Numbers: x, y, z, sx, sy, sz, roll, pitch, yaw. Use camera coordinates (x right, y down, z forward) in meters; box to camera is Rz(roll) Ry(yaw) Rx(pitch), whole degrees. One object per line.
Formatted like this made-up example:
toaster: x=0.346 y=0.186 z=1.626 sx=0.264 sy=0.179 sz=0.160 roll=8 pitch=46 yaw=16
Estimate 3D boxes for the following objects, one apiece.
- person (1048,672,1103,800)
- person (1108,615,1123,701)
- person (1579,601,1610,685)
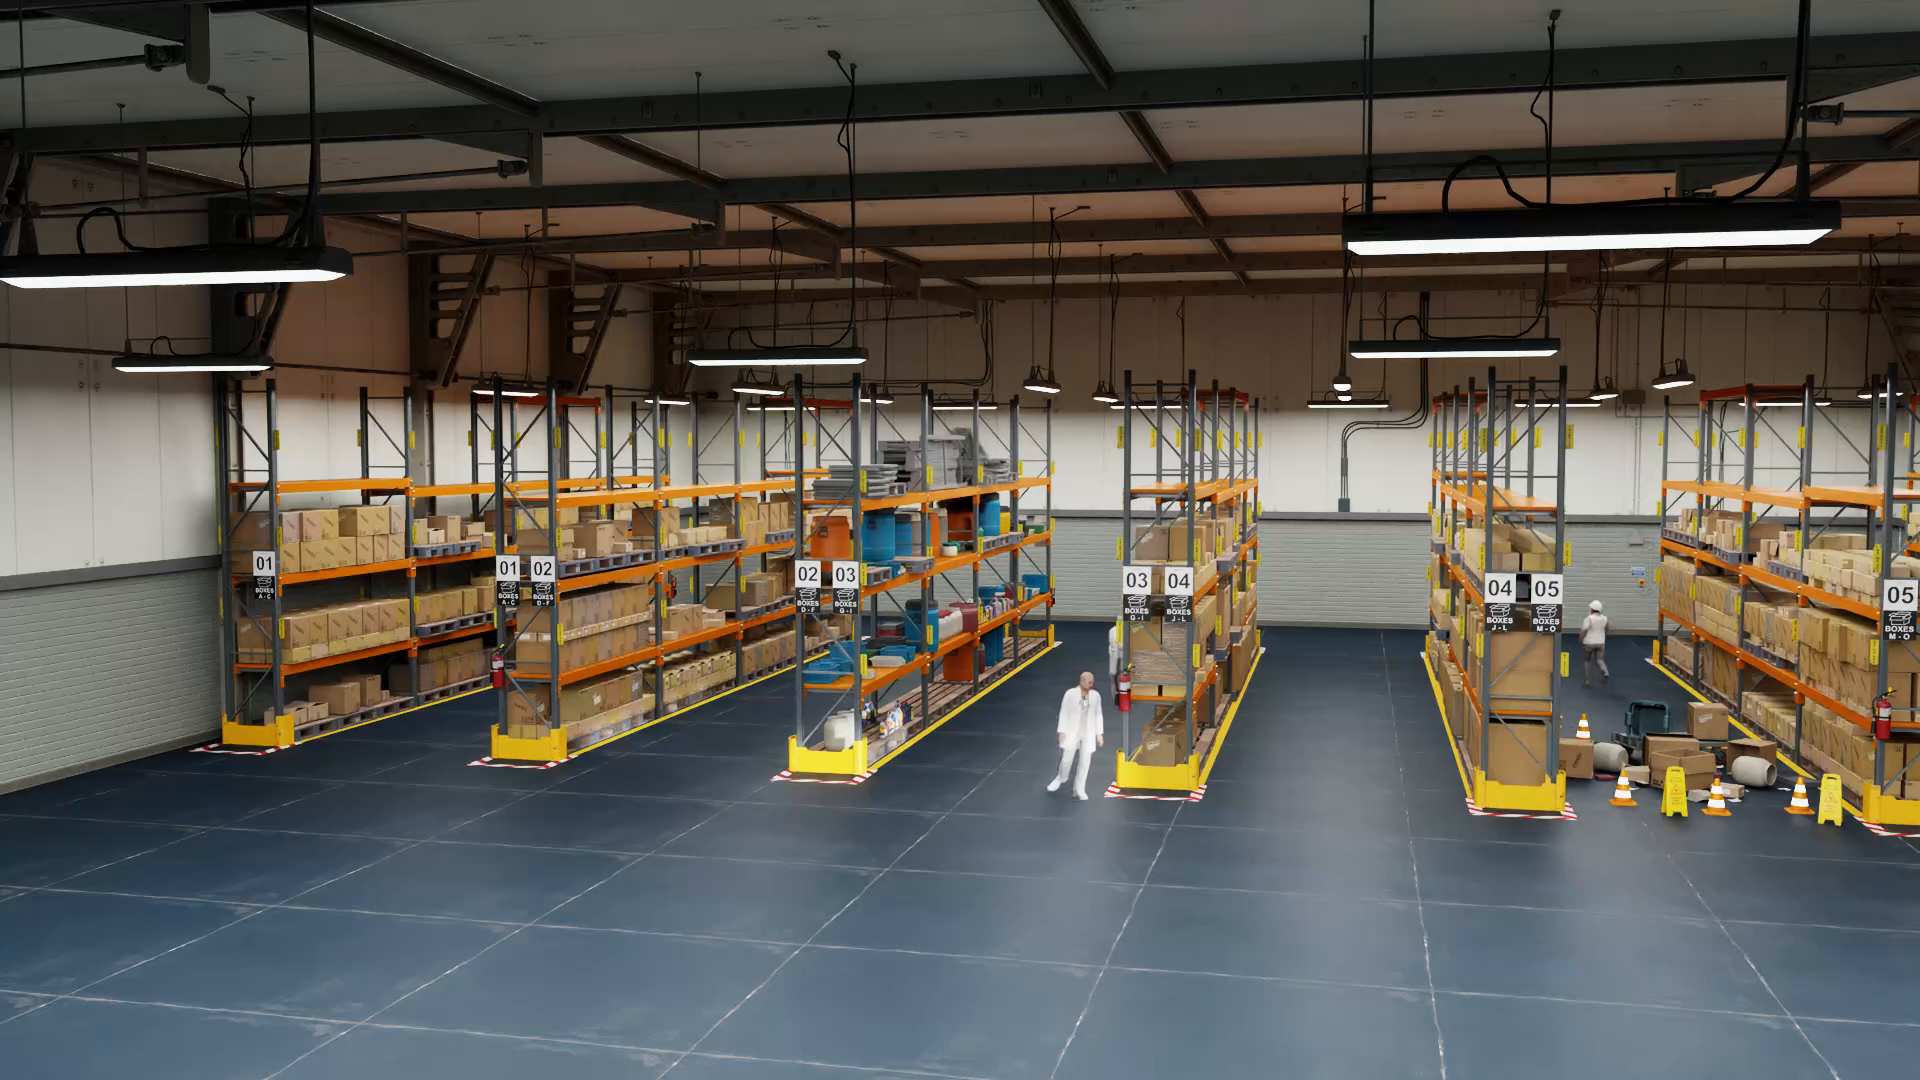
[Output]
person: x=1.626 y=2.711 z=23.236 sx=0.745 sy=1.771 sz=0.602 roll=-1 pitch=3 yaw=-11
person: x=3.100 y=2.274 z=32.037 sx=0.493 sy=1.683 sz=0.801 roll=1 pitch=3 yaw=9
person: x=12.874 y=2.098 z=33.731 sx=0.653 sy=1.749 sz=0.905 roll=0 pitch=3 yaw=-2
